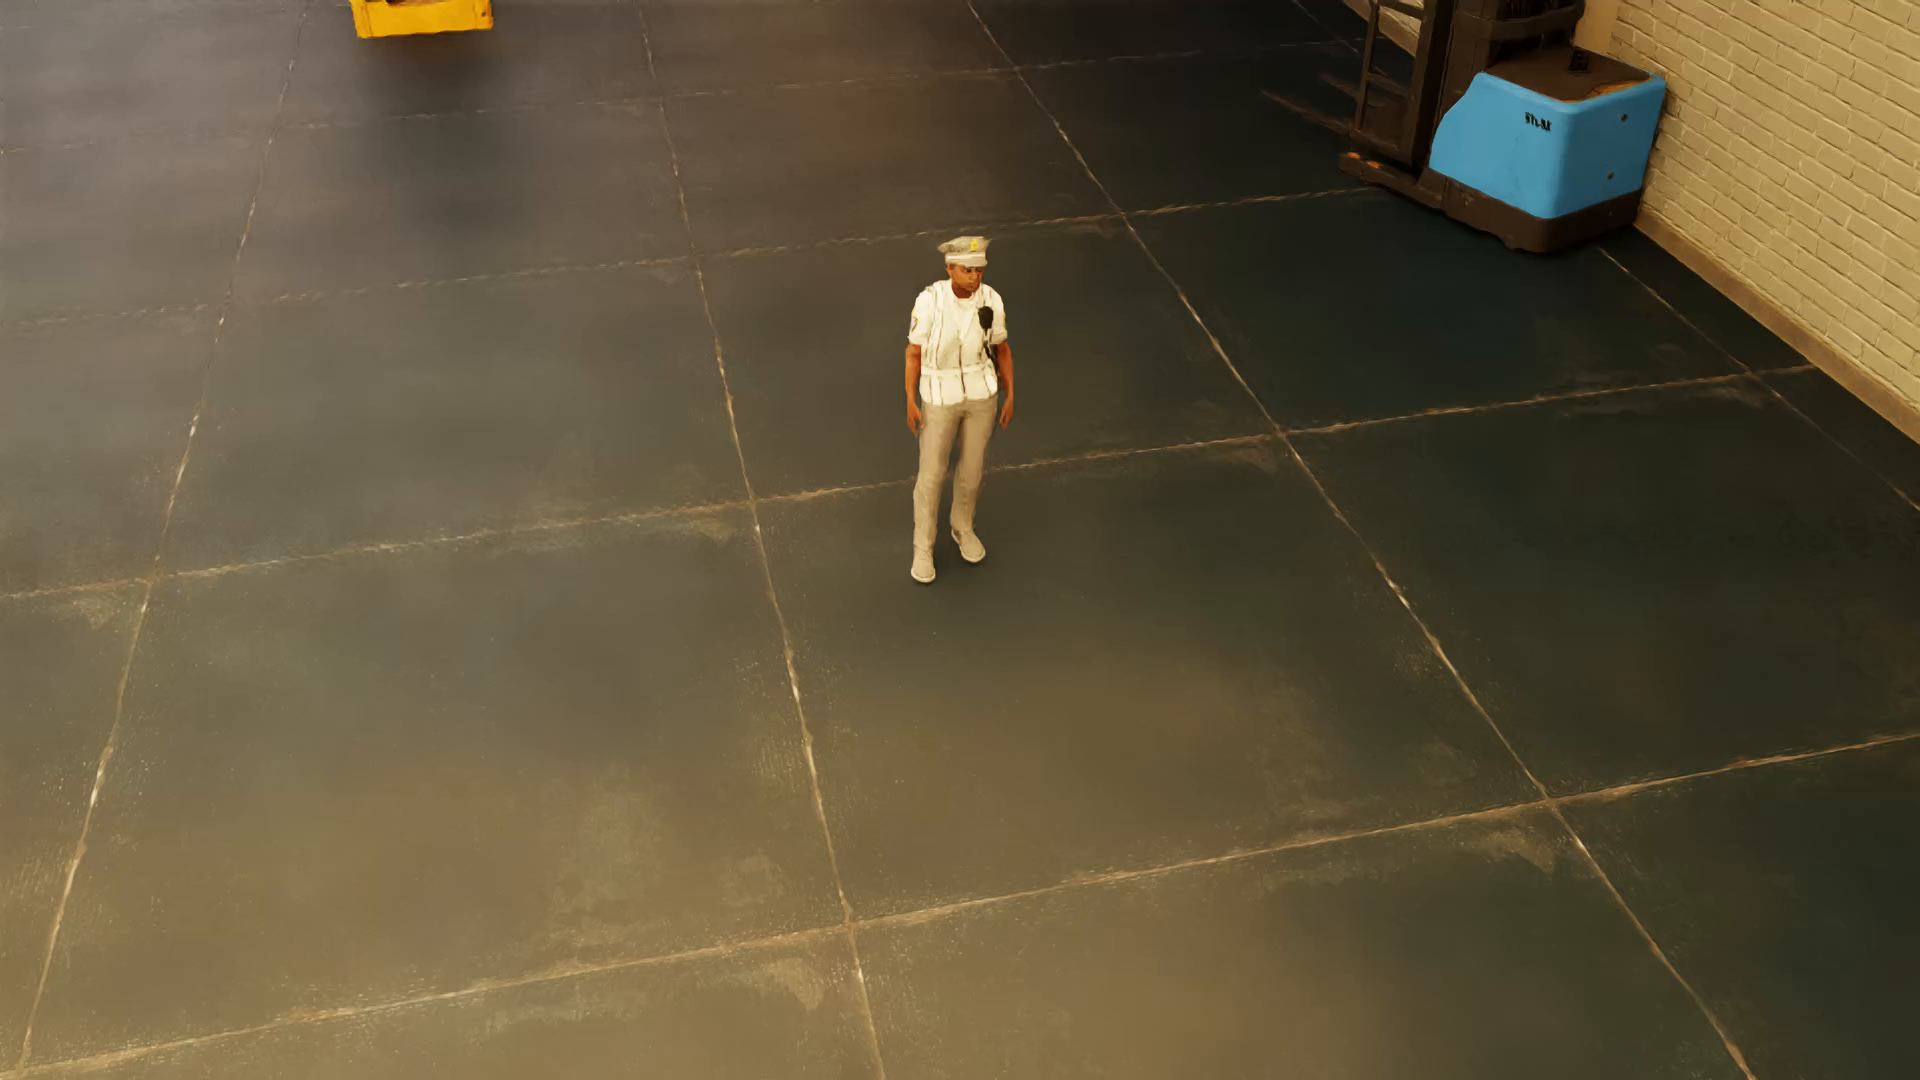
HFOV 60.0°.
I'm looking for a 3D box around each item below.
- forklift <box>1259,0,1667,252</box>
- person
[{"bbox_3d":[3.463,-3.935,11.518,1.130,2.935,3.031,-21,41,-26],"label":"forklift"},{"bbox_3d":[-0.002,-0.649,7.997,0.570,1.695,0.529,-8,36,-11],"label":"person"}]
